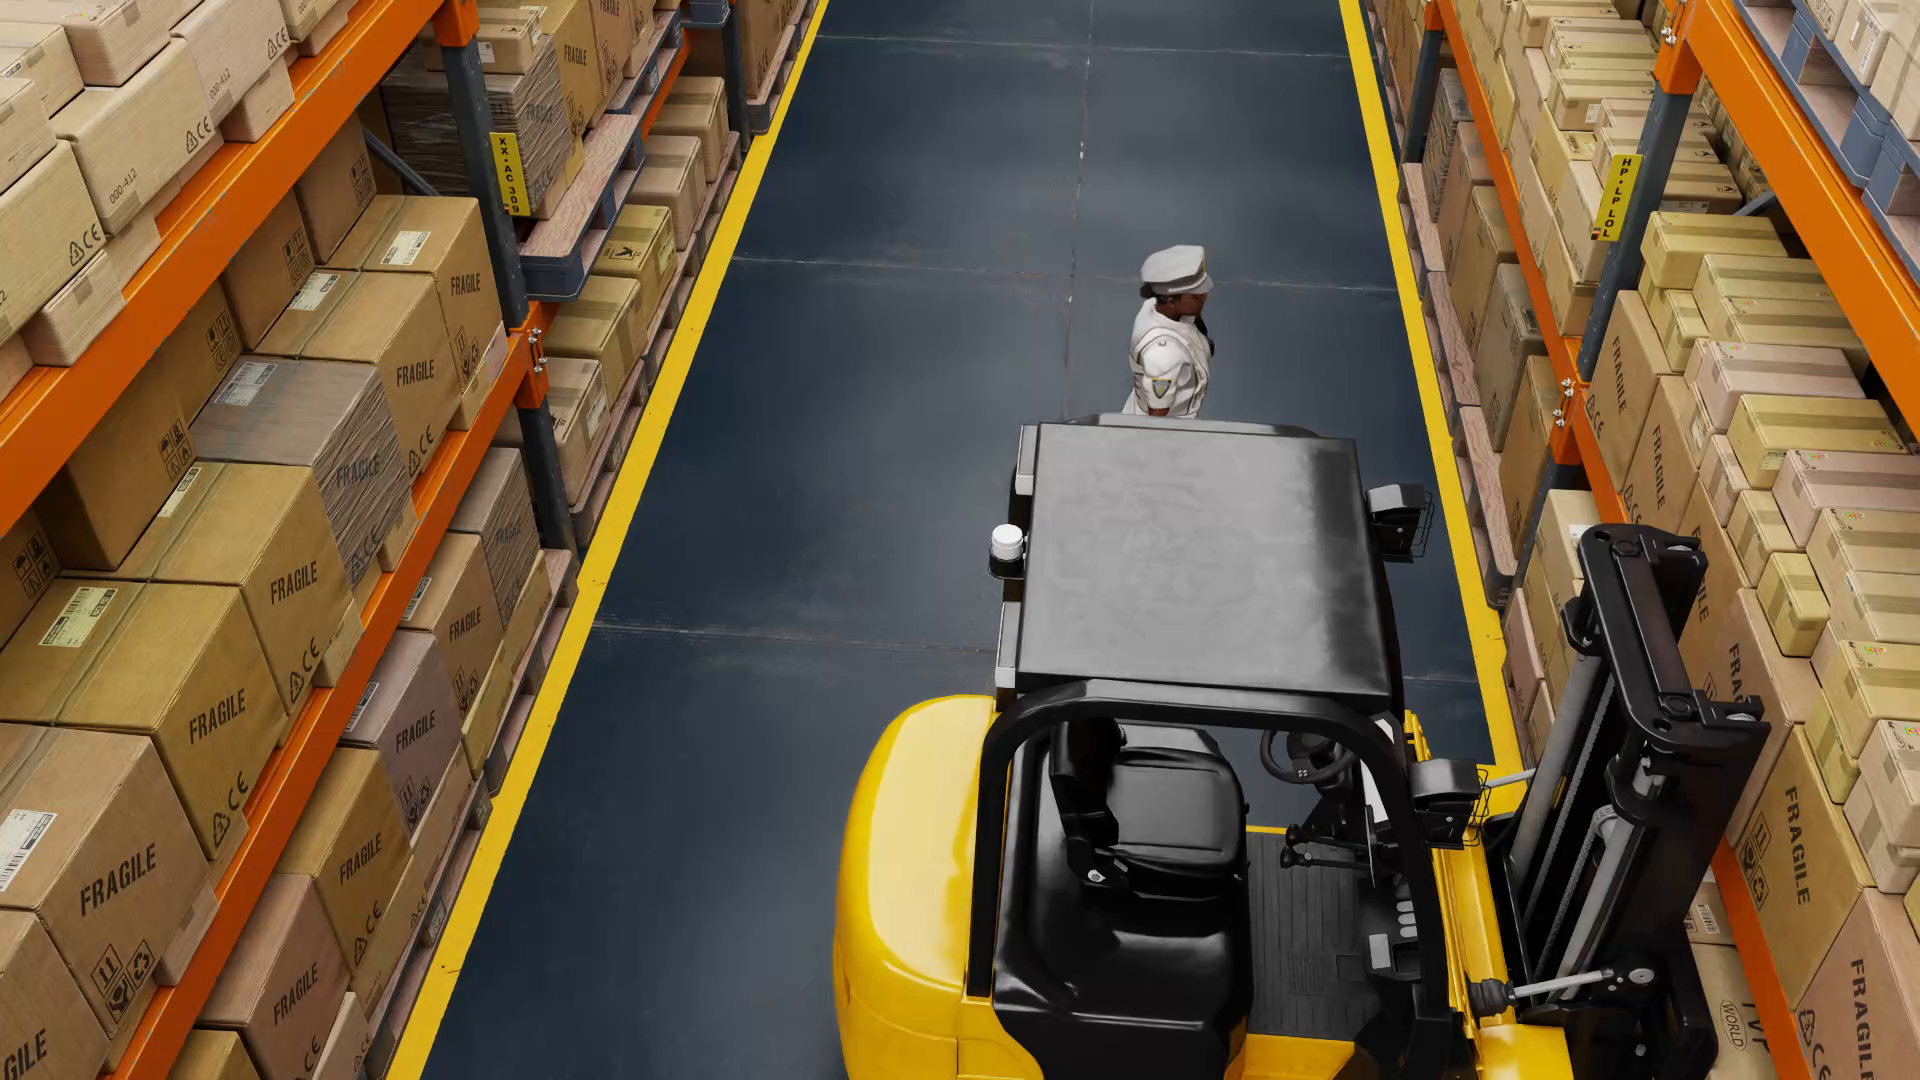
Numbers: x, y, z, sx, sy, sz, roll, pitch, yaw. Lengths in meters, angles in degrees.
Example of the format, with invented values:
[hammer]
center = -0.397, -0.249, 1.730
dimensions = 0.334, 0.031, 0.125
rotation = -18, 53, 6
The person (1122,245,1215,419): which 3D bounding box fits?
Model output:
[person]
center = 0.792, -0.407, 6.671
dimensions = 0.554, 1.754, 0.486
rotation = 4, 40, 5
